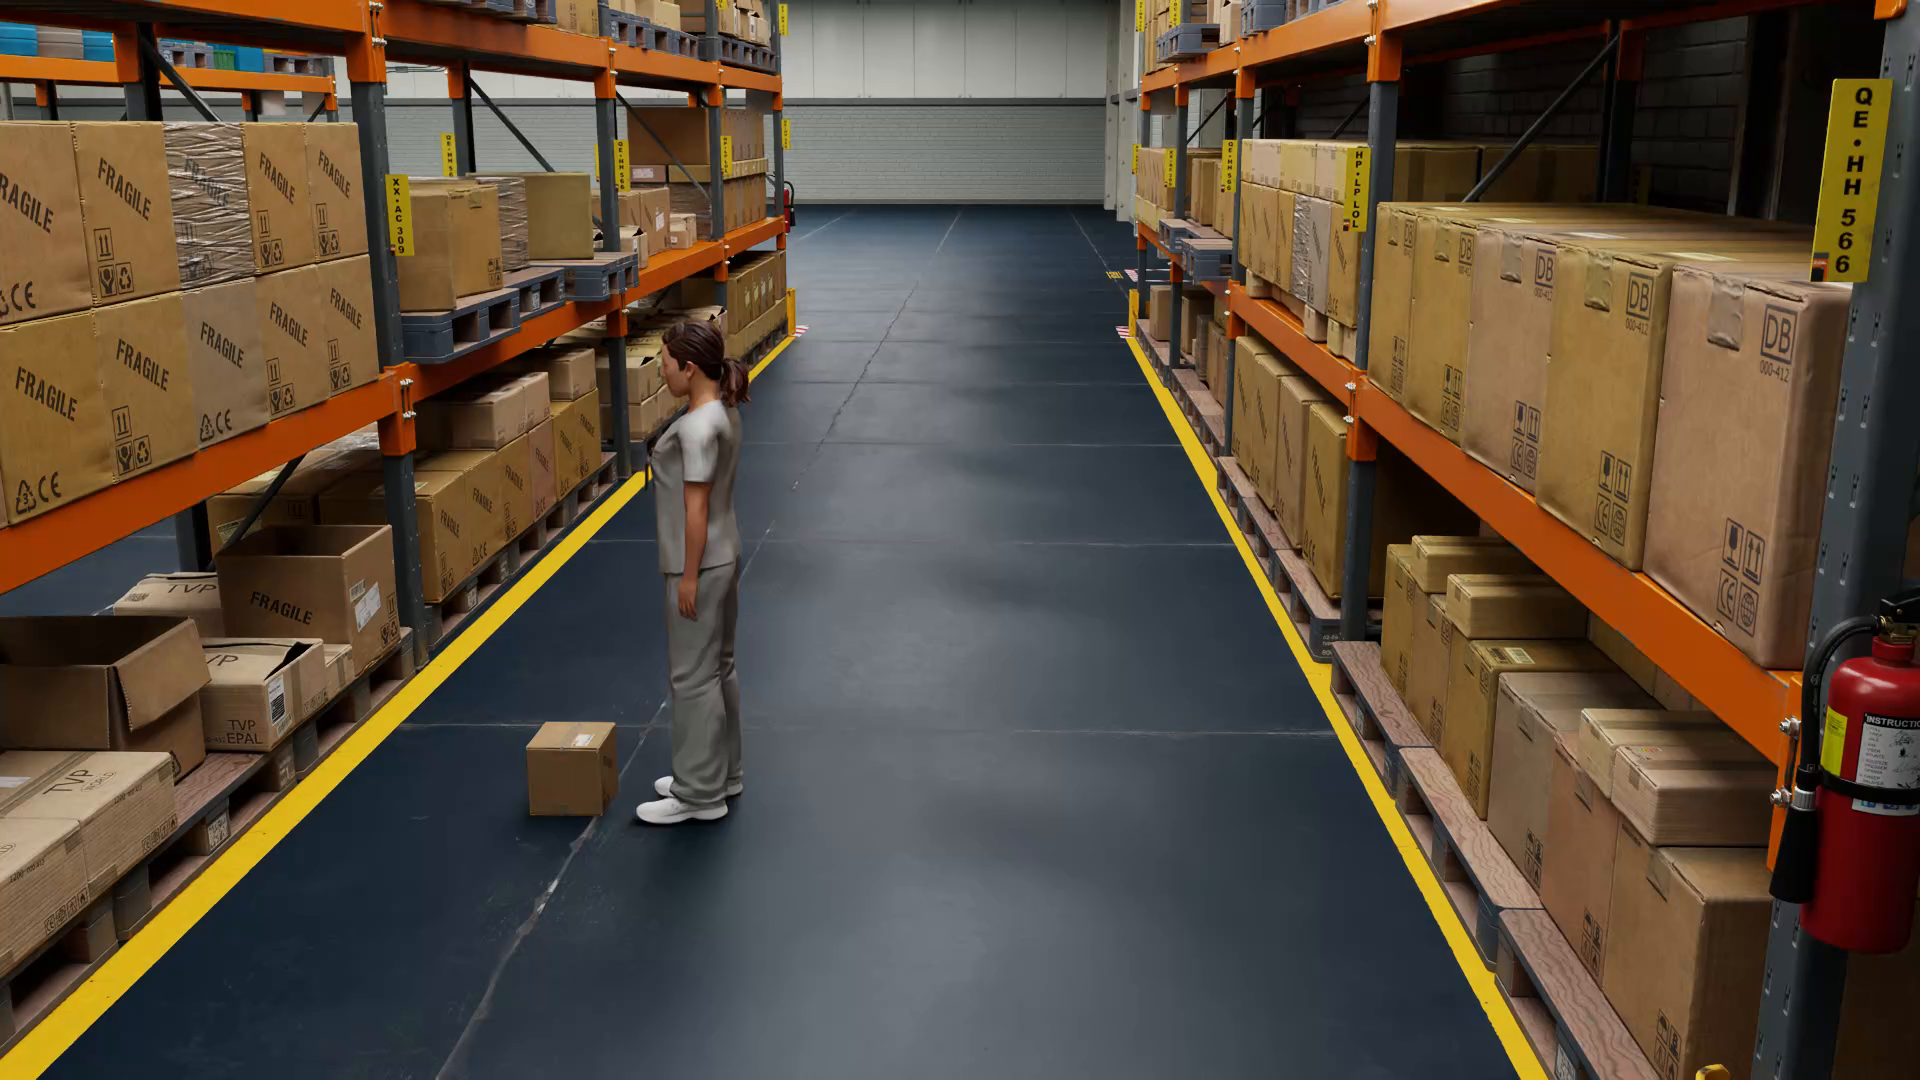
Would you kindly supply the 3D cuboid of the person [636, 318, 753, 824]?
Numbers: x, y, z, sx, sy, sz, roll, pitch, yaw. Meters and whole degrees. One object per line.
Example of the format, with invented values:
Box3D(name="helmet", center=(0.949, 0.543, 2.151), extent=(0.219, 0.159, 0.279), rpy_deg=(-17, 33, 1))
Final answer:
Box3D(name="person", center=(-0.883, 0.099, 5.573), extent=(0.415, 1.684, 0.442), rpy_deg=(1, 14, 3))
